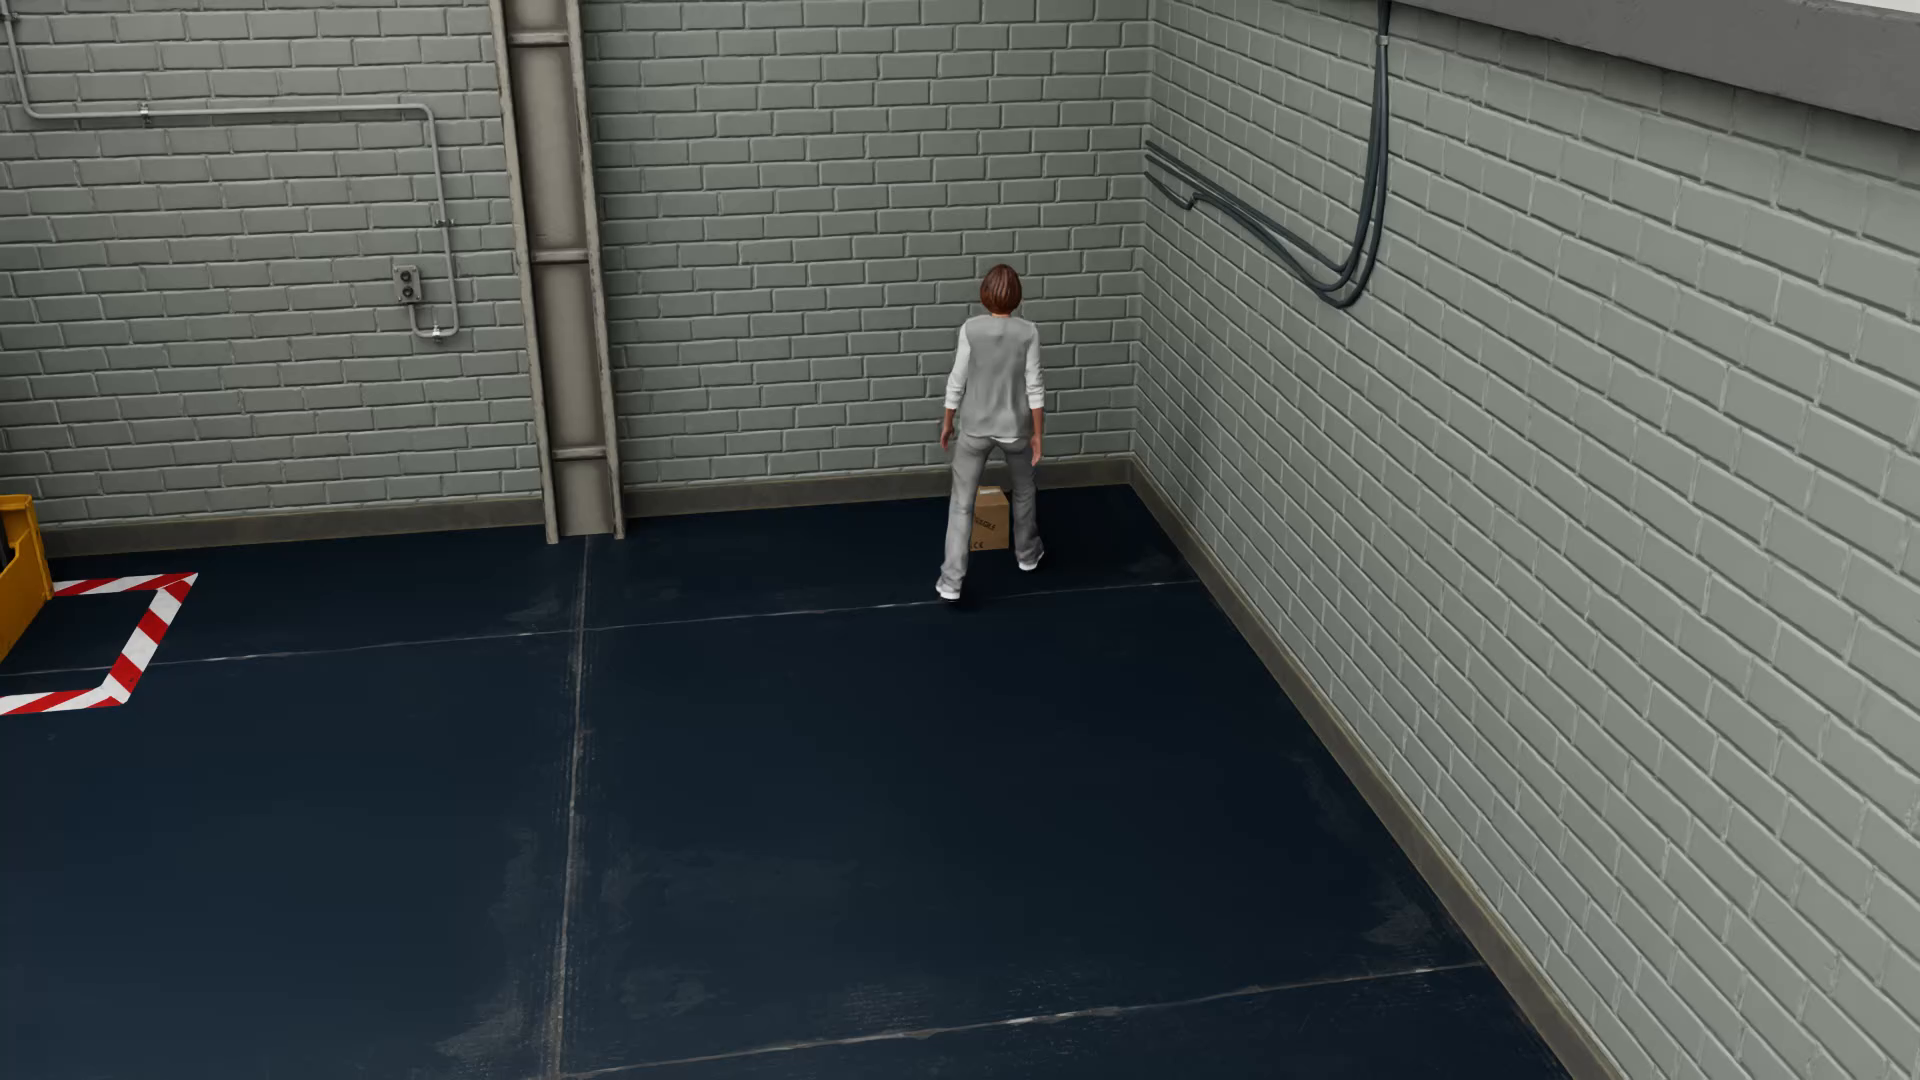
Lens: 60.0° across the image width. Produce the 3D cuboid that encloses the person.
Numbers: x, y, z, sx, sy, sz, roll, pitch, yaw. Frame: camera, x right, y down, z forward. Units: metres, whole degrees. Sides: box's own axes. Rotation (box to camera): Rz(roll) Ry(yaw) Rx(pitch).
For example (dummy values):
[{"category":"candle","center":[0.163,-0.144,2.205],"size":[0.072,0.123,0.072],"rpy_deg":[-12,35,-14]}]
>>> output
[{"category":"person","center":[0.150,-0.809,7.675],"size":[0.484,0.938,0.281],"rpy_deg":[0,24,0]}]
